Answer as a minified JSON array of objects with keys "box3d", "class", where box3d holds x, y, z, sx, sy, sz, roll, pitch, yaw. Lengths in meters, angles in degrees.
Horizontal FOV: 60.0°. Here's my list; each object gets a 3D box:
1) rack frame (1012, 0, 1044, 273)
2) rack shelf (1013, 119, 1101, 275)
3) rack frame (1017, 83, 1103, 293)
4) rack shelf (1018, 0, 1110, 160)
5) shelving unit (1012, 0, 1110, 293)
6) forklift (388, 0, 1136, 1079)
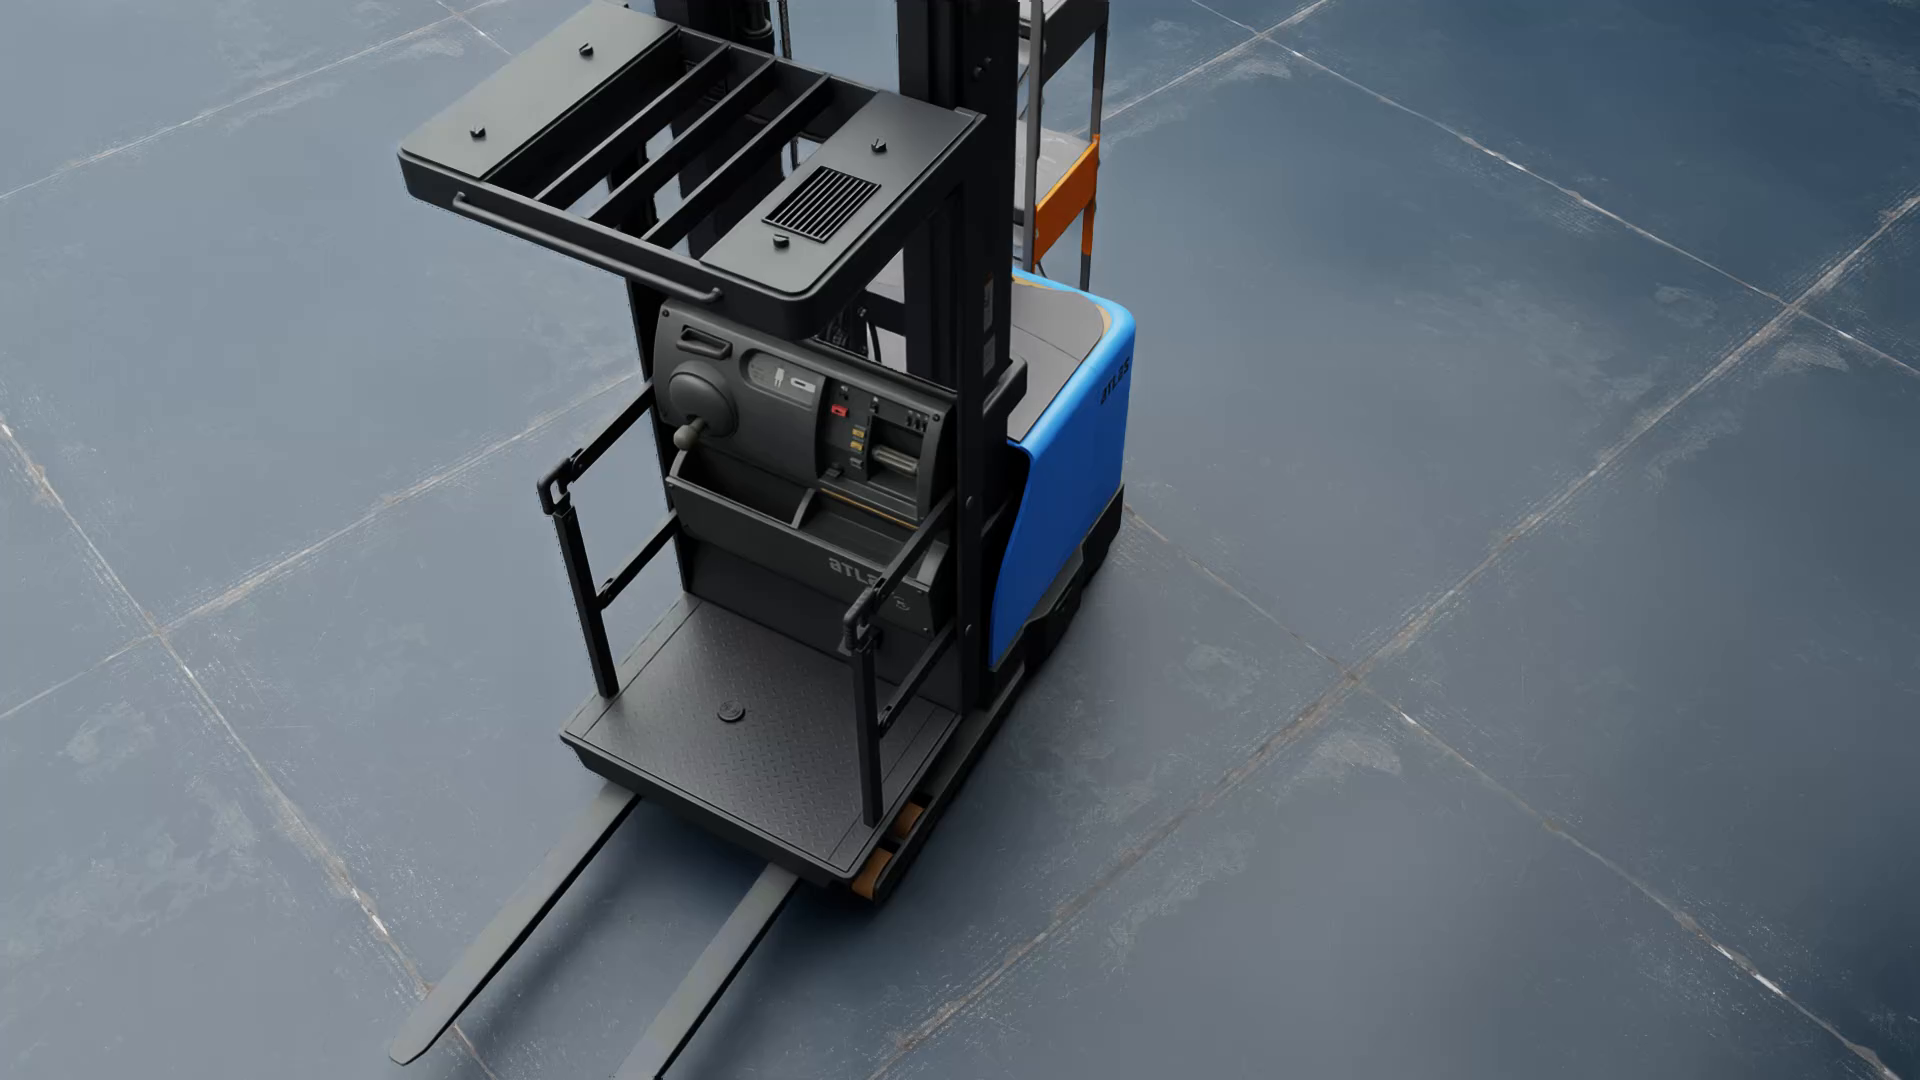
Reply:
[{"box3d":[0.072,-1.010,5.753,0.400,2.100,0.015,22,51,19],"class":"rack frame"},{"box3d":[0.192,-1.157,5.907,0.431,0.518,0.480,22,51,19],"class":"rack shelf"},{"box3d":[0.311,-1.323,6.042,0.400,2.100,0.015,22,51,19],"class":"rack frame"},{"box3d":[0.192,-1.632,5.393,0.431,0.518,0.480,22,51,19],"class":"rack shelf"},{"box3d":[0.192,-1.166,5.897,0.431,2.100,0.503,22,51,19],"class":"shelving unit"},{"box3d":[-0.561,-0.259,4.494,1.130,2.935,3.031,22,51,19],"class":"forklift"}]
